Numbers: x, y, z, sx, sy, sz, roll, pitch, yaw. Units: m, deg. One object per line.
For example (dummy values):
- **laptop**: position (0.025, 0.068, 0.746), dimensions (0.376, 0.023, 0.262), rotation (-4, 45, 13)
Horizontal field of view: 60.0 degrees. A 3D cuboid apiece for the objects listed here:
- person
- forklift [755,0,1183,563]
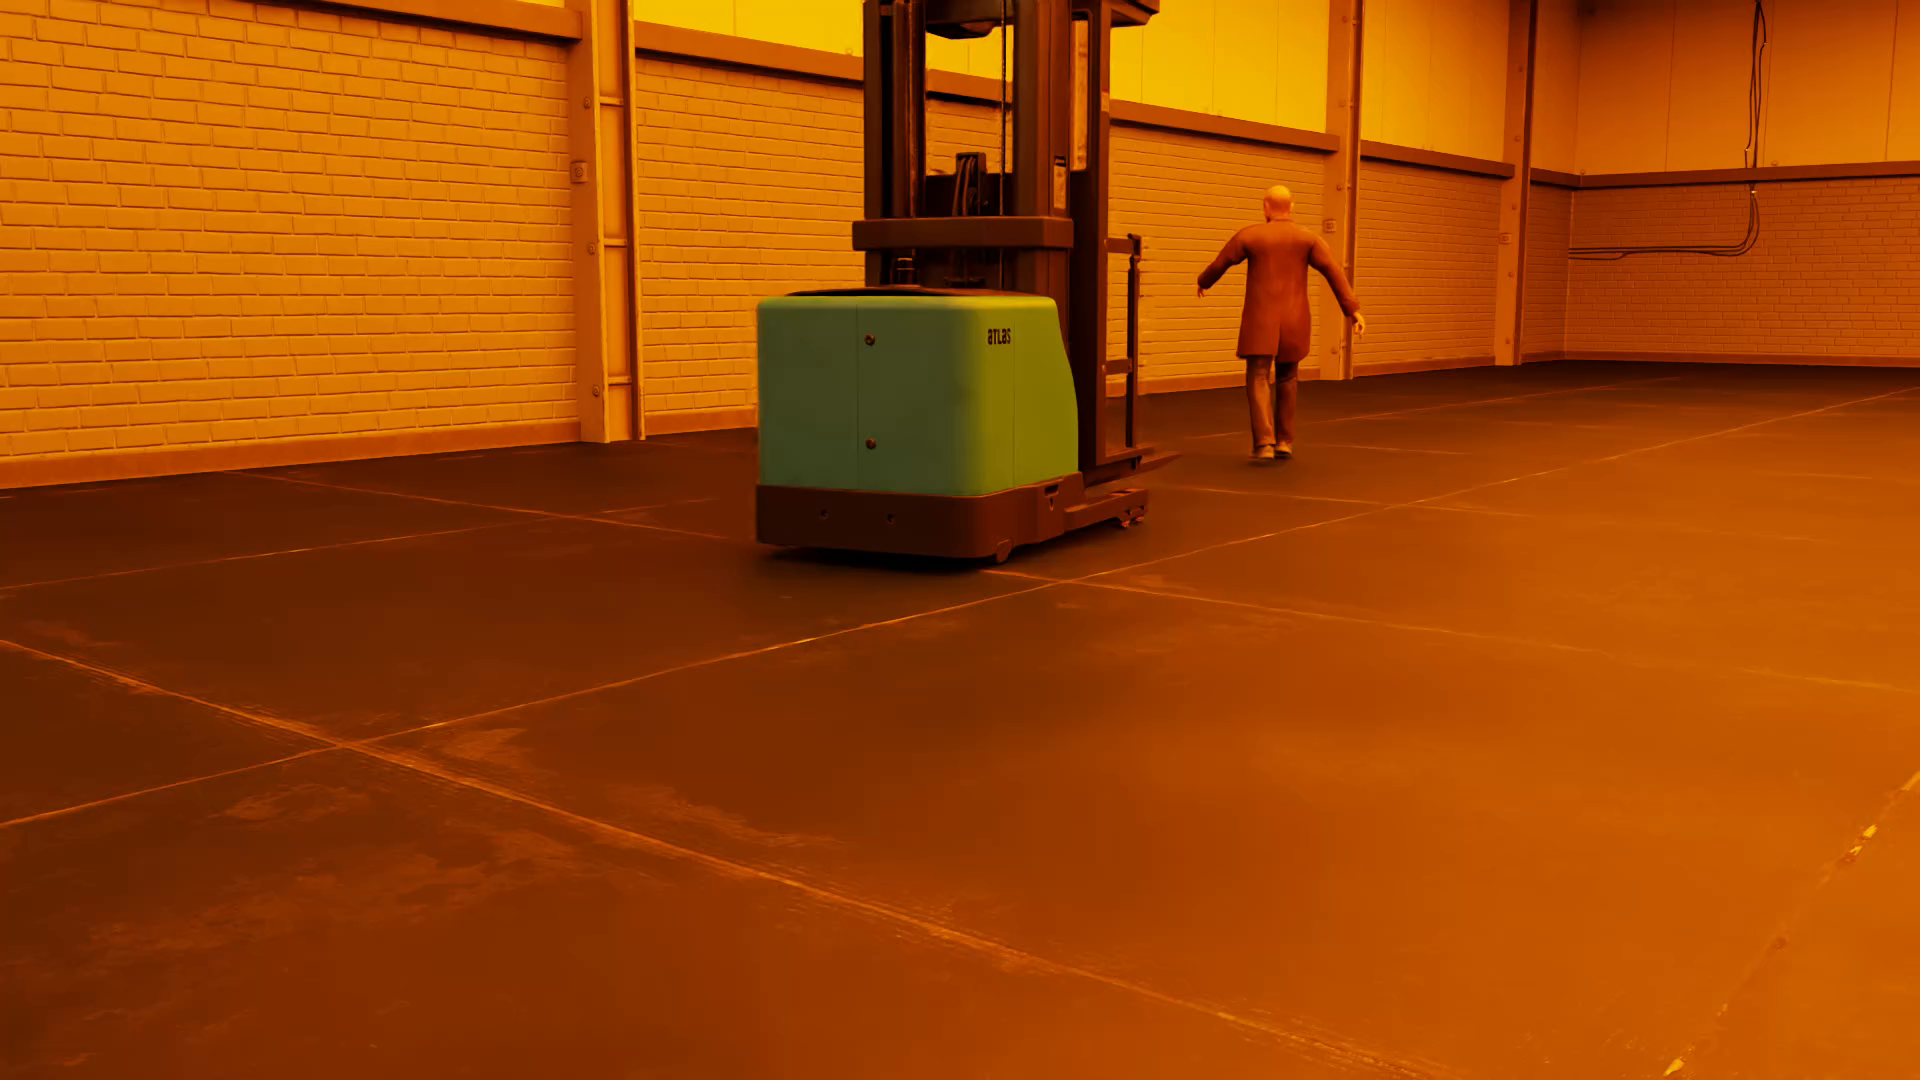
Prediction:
- **person**: position (2.080, -1.413, 10.833), dimensions (1.022, 1.755, 0.812), rotation (0, 8, 1)
- **forklift**: position (0.257, -1.533, 7.757), dimensions (1.130, 2.935, 3.031), rotation (4, 9, 26)
